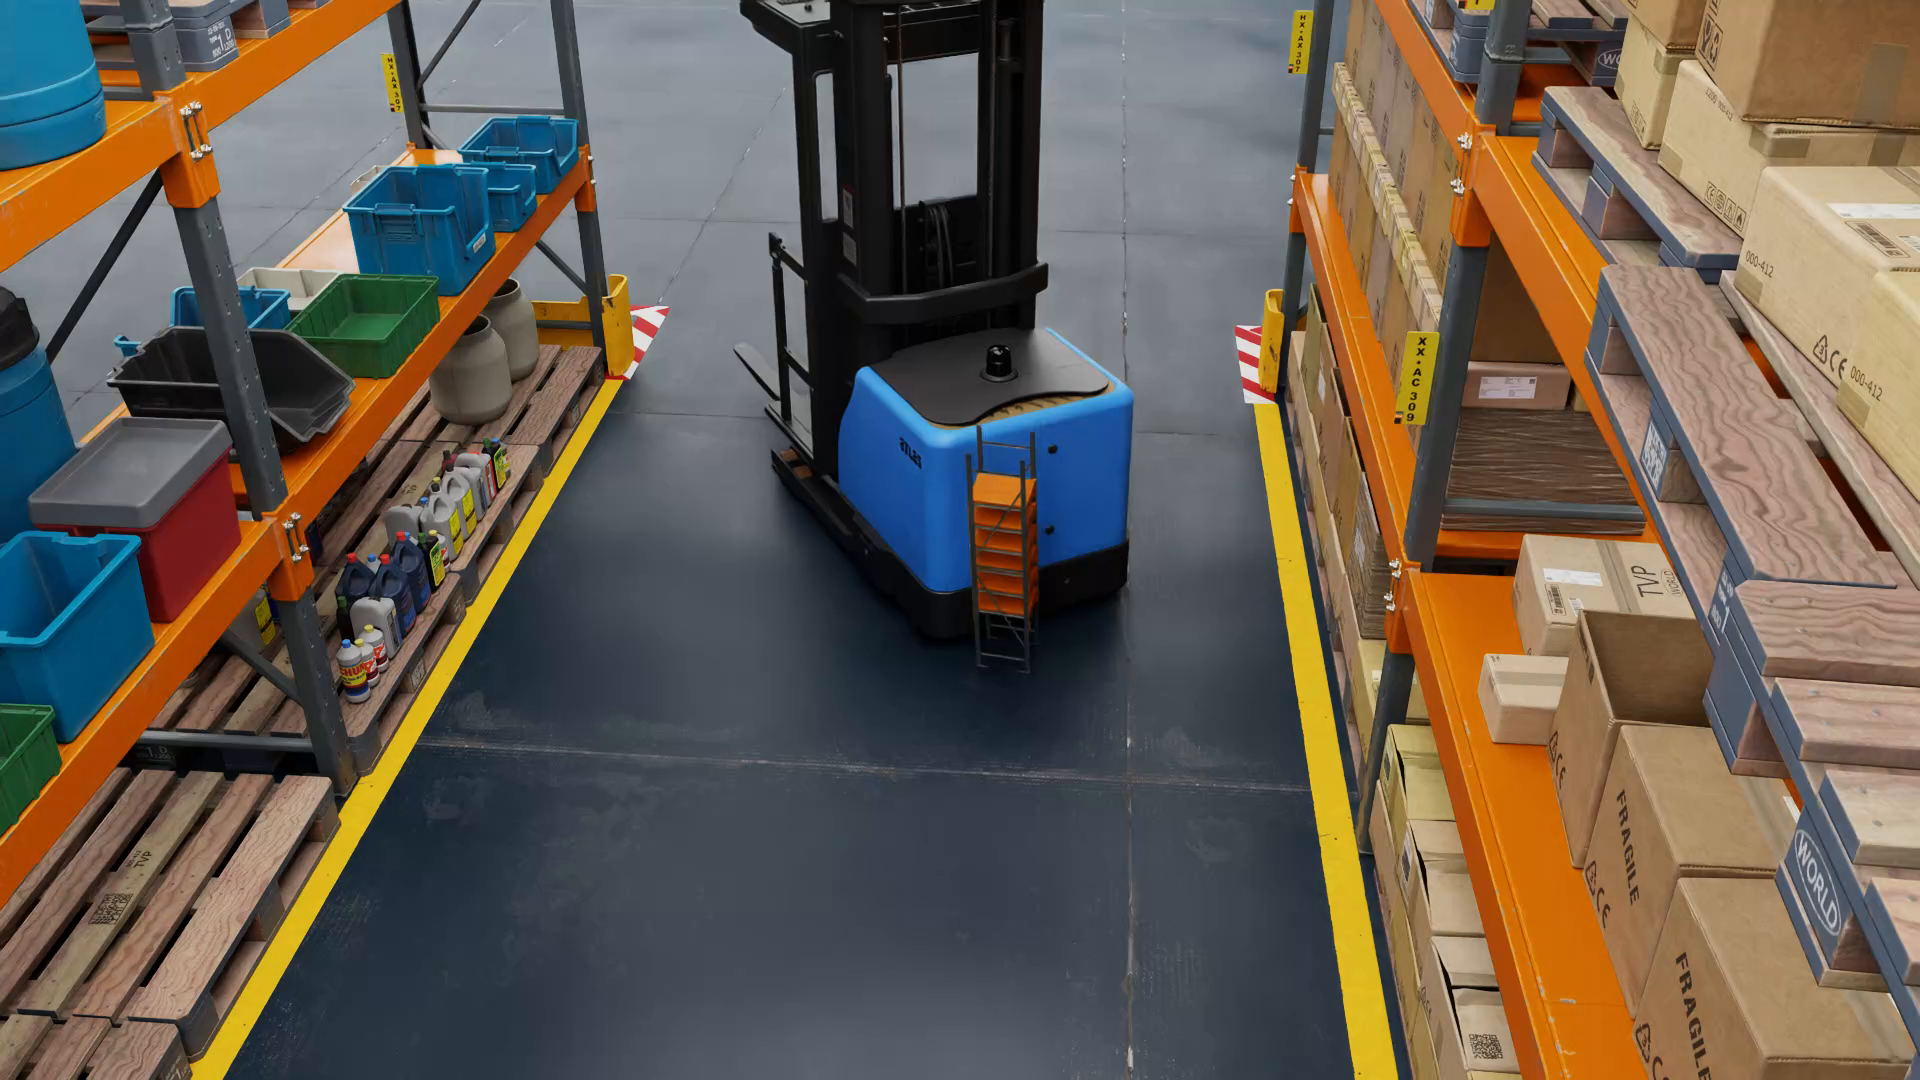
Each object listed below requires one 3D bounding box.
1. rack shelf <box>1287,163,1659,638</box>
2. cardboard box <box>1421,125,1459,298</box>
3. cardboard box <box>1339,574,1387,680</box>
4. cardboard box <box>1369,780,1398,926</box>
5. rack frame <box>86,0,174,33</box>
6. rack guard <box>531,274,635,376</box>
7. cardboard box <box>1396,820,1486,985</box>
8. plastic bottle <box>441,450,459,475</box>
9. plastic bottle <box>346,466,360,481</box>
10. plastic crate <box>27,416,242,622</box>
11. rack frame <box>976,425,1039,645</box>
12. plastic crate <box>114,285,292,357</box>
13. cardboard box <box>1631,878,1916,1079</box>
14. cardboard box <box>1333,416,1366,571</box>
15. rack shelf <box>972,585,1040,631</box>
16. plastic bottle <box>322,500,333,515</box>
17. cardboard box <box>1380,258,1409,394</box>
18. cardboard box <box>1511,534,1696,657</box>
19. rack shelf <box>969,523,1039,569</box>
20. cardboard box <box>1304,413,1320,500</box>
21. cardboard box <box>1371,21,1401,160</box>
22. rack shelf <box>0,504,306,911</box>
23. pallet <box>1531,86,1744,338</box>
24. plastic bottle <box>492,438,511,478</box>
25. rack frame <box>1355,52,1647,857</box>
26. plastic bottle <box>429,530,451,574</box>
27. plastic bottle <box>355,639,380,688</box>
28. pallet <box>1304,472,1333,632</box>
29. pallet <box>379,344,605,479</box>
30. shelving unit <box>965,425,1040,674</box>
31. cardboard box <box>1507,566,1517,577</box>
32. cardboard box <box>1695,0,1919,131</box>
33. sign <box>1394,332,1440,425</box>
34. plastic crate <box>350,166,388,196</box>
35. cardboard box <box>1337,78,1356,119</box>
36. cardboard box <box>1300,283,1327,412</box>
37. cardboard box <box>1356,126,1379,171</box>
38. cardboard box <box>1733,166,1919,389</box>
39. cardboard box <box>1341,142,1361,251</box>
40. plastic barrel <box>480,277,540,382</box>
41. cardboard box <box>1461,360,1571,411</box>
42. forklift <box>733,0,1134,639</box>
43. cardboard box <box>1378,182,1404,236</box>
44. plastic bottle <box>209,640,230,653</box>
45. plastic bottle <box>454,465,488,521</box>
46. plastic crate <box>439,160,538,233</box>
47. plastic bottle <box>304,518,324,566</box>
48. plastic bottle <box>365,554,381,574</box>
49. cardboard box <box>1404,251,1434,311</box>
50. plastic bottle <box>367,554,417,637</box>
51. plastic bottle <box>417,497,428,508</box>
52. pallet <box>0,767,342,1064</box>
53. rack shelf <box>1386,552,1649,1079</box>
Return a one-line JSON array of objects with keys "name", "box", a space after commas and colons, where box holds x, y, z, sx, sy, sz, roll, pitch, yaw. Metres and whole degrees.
[{"name": "rack shelf", "box": [2.178, -0.831, 7.425, 1.077, 0.370, 4.000, 2, 32, 4]}, {"name": "cardboard box", "box": [2.085, -1.183, 5.978, 0.700, 0.500, 0.500, 2, 32, 4]}, {"name": "cardboard box", "box": [1.886, 0.388, 6.982, 0.500, 0.250, 0.500, 2, 32, 4]}, {"name": "cardboard box", "box": [1.736, 1.101, 5.825, 0.500, 0.250, 0.500, 2, 32, 3]}, {"name": "rack frame", "box": [-2.921, -2.859, 4.311, 1.000, 3.000, 0.127, 2, 32, 4]}, {"name": "rack guard", "box": [-2.555, -1.290, 9.867, 1.175, 0.500, 0.348, 2, 32, 4]}, {"name": "cardboard box", "box": [1.688, 1.129, 5.245, 0.500, 0.311, 0.500, 2, 32, 3]}, {"name": "plastic bottle", "box": [-2.462, -0.322, 8.083, 0.061, 0.283, 0.133, 2, 32, 4]}, {"name": "plastic bottle", "box": [-3.062, -0.403, 8.293, 0.097, 0.201, 0.097, 0, 32, 0]}, {"name": "plastic crate", "box": [-2.656, -0.066, 5.437, 0.402, 0.464, 0.583, 2, 32, 4]}, {"name": "rack frame", "box": [0.210, 0.004, 7.053, 0.240, 1.200, 0.006, 8, 43, 12]}, {"name": "plastic crate", "box": [-3.102, -0.832, 6.882, 0.499, 0.251, 0.616, 2, 32, 4]}, {"name": "cardboard box", "box": [1.810, 1.080, 3.543, 0.500, 0.500, 0.500, 1, 32, 1]}, {"name": "cardboard box", "box": [1.925, -0.193, 7.210, 0.500, 0.500, 0.500, 2, 32, 4]}, {"name": "rack shelf", "box": [0.200, 0.276, 7.176, 0.258, 0.103, 0.180, 8, 43, 12]}, {"name": "plastic bottle", "box": [-3.090, -0.256, 7.987, 0.097, 0.271, 0.097, 0, 32, 0]}, {"name": "cardboard box", "box": [2.127, -0.904, 6.763, 0.700, 0.500, 0.500, 3, 32, 5]}, {"name": "cardboard box", "box": [2.019, 0.232, 5.157, 0.500, 0.250, 0.500, 4, 32, 7]}, {"name": "rack shelf", "box": [0.184, 0.007, 6.937, 0.258, 0.103, 0.180, 8, 43, 12]}, {"name": "cardboard box", "box": [1.998, -0.397, 8.256, 0.500, 0.250, 0.500, 2, 32, 4]}, {"name": "cardboard box", "box": [2.208, -1.968, 7.252, 0.700, 0.500, 0.500, 3, 32, 4]}, {"name": "rack shelf", "box": [-3.084, 1.047, 4.377, 1.077, 0.370, 4.000, 2, 32, 4]}, {"name": "pallet", "box": [1.957, -0.825, 4.053, 0.805, 0.209, 1.217, 1, 32, 2]}, {"name": "plastic bottle", "box": [-2.308, -0.413, 8.309, 0.097, 0.201, 0.097, 0, 32, 0]}, {"name": "rack frame", "box": [2.015, -0.091, 5.539, 1.000, 3.000, 0.127, 2, 32, 4]}, {"name": "plastic bottle", "box": [-2.380, 0.049, 7.559, 0.097, 0.201, 0.097, 0, 32, 0]}, {"name": "plastic bottle", "box": [-2.450, 0.498, 6.830, 0.097, 0.201, 0.097, 0, 32, 0]}, {"name": "pallet", "box": [2.219, 0.042, 7.980, 1.003, 0.211, 1.213, 2, 32, 4]}, {"name": "pallet", "box": [-2.626, -0.743, 9.254, 1.003, 0.211, 1.213, 2, 32, 4]}, {"name": "shelving unit", "box": [0.187, 0.064, 6.987, 0.258, 1.200, 0.189, 8, 43, 12]}, {"name": "cardboard box", "box": [2.365, 0.352, 6.325, 0.500, 0.500, 0.500, 2, 32, 4]}, {"name": "cardboard box", "box": [1.903, -1.183, 3.479, 0.500, 0.500, 0.500, 5, 32, 9]}, {"name": "sign", "box": [1.462, -0.516, 5.328, 0.100, 0.325, 0.005, 2, 32, 4]}, {"name": "plastic crate", "box": [-2.989, -1.830, 8.612, 0.298, 0.136, 0.250, 2, 32, 4]}, {"name": "cardboard box", "box": [2.076, -2.167, 8.194, 0.380, 0.149, 0.250, 2, 32, 3]}, {"name": "cardboard box", "box": [2.037, -0.978, 8.483, 0.500, 0.500, 0.500, 2, 32, 4]}, {"name": "cardboard box", "box": [2.012, -1.766, 7.542, 0.380, 0.149, 0.250, 1, 32, 2]}, {"name": "cardboard box", "box": [1.799, -0.486, 3.063, 0.500, 0.250, 0.500, 0, 32, 0]}, {"name": "cardboard box", "box": [2.252, -1.707, 8.065, 0.700, 0.500, 0.500, 3, 32, 5]}, {"name": "plastic barrel", "box": [-2.573, -1.169, 9.258, 0.421, 0.512, 0.421, 0, 32, 0]}, {"name": "cardboard box", "box": [1.824, -0.561, 5.588, 0.380, 0.149, 0.250, 2, 32, 4]}, {"name": "forklift", "box": [-0.334, -1.560, 7.988, 1.130, 2.935, 3.031, -15, 35, -23]}, {"name": "cardboard box", "box": [1.948, -1.364, 6.891, 0.380, 0.149, 0.250, 3, 32, 6]}, {"name": "plastic bottle", "box": [-3.156, 0.287, 7.031, 0.144, 0.351, 0.185, 2, 32, 3]}, {"name": "plastic bottle", "box": [-2.367, -0.242, 7.960, 0.152, 0.276, 0.135, 2, 32, 3]}, {"name": "plastic crate", "box": [-2.397, -1.719, 8.322, 0.499, 0.251, 0.408, 2, 32, 4]}, {"name": "plastic bottle", "box": [-2.991, -0.034, 7.617, 0.061, 0.283, 0.133, 2, 32, 4]}, {"name": "plastic bottle", "box": [-2.550, 0.184, 7.273, 0.097, 0.271, 0.097, 0, 32, 0]}, {"name": "cardboard box", "box": [1.885, -0.965, 6.243, 0.380, 0.149, 0.250, 2, 32, 4]}, {"name": "plastic bottle", "box": [-2.442, 0.231, 7.121, 0.144, 0.351, 0.185, 3, 32, 5]}, {"name": "plastic bottle", "box": [-2.501, -0.106, 7.810, 0.097, 0.201, 0.097, 0, 32, 0]}, {"name": "pallet", "box": [-2.946, 1.295, 5.948, 1.003, 0.211, 1.213, 2, 32, 4]}, {"name": "rack shelf", "box": [1.853, 1.261, 4.031, 1.077, 0.370, 4.000, 2, 32, 4]}]
